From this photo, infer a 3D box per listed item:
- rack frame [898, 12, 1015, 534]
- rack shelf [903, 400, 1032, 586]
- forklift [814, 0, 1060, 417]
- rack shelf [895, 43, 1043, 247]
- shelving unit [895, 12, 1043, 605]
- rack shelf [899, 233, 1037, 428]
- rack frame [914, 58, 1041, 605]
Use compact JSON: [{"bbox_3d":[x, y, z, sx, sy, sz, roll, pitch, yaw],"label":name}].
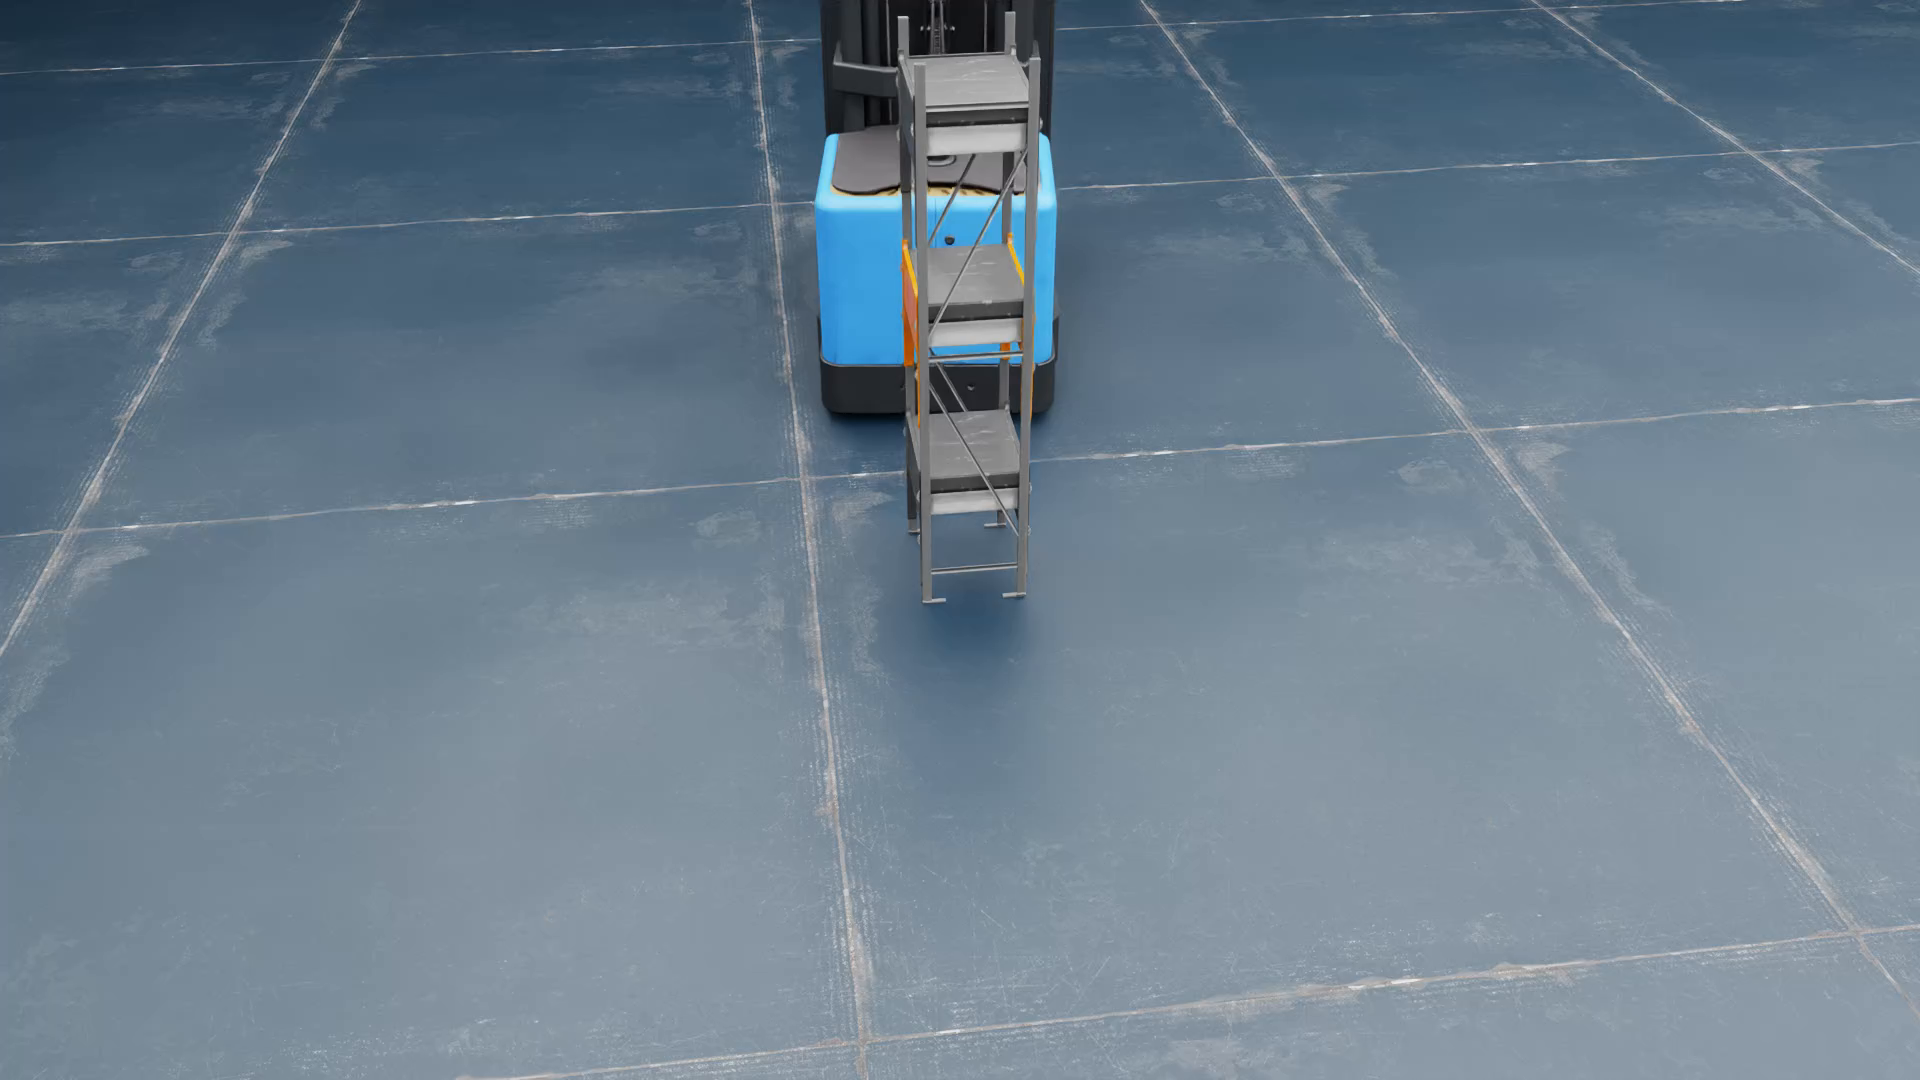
[{"bbox_3d":[-0.011,-0.911,6.223,0.400,2.100,0.015,-4,35,-6],"label":"rack frame"},{"bbox_3d":[0.022,-0.186,6.425,0.431,0.518,0.480,-4,35,-6],"label":"rack shelf"},{"bbox_3d":[-0.104,-2.555,7.897,1.130,2.935,3.031,0,34,0],"label":"forklift"},{"bbox_3d":[0.022,-1.342,5.637,0.431,0.518,0.480,-4,35,-6],"label":"rack shelf"},{"bbox_3d":[0.022,-0.775,6.023,0.431,2.100,0.503,-4,35,-6],"label":"shelving unit"},{"bbox_3d":[0.022,-0.764,6.031,0.431,0.518,0.480,-4,35,-6],"label":"rack shelf"},{"bbox_3d":[0.055,-0.639,5.823,0.400,2.100,0.015,-4,35,-6],"label":"rack frame"}]
